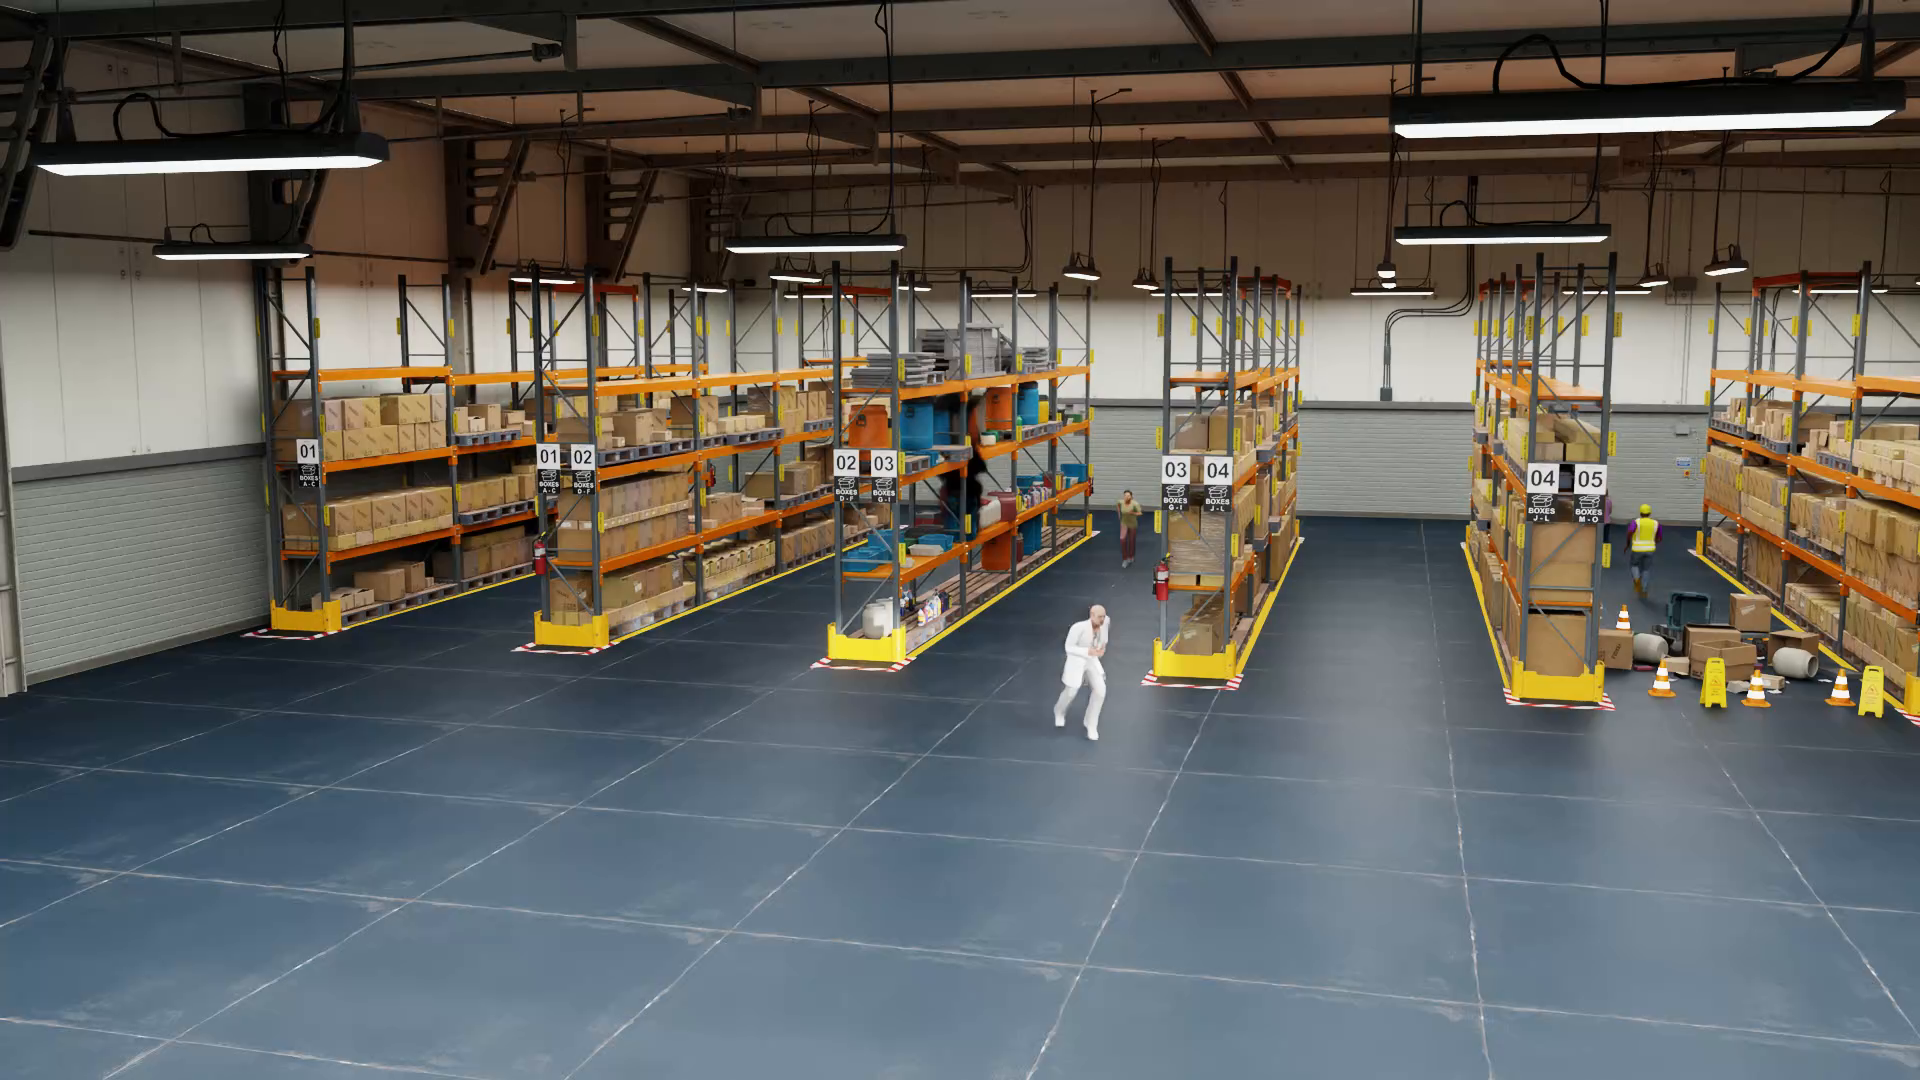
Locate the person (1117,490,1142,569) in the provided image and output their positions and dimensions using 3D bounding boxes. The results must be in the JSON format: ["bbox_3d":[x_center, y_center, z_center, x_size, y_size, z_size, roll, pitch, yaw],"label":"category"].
[{"bbox_3d":[3.580,-0.256,35.104,0.573,1.655,0.900,1,7,11],"label":"person"}]

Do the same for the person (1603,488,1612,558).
[{"bbox_3d":[13.942,-0.372,36.145,0.504,1.585,0.732,-1,7,-8],"label":"person"}]

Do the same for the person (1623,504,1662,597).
[{"bbox_3d":[12.832,0.180,31.305,0.688,1.714,0.639,1,7,7],"label":"person"}]

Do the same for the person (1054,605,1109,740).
[{"bbox_3d":[1.506,1.606,20.549,0.752,1.731,1.073,-4,8,-30],"label":"person"}]
